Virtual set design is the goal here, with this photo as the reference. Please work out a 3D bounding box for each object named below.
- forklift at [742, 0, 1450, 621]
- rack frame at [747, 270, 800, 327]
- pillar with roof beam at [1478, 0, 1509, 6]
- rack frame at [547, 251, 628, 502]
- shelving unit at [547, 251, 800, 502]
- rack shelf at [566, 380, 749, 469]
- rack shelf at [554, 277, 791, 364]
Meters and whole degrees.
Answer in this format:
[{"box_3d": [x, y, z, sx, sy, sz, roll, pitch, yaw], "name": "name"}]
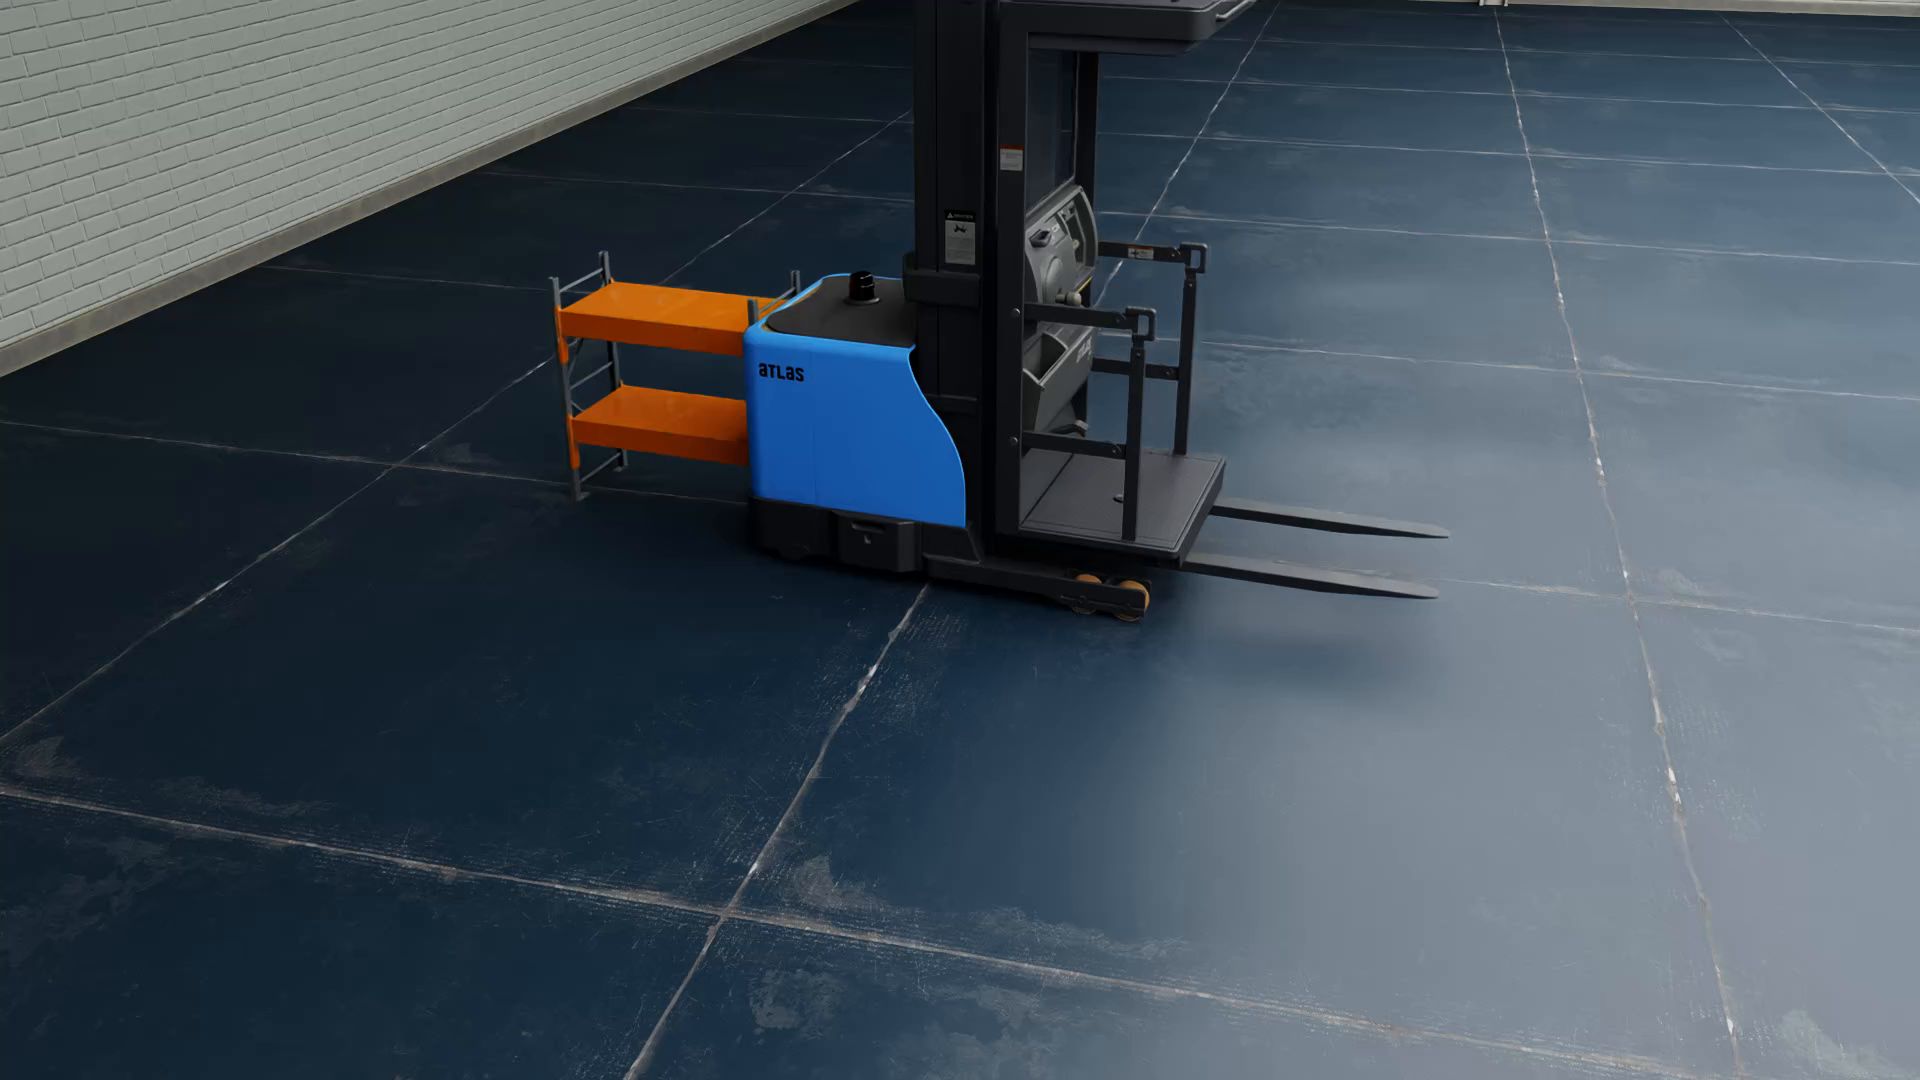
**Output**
[{"box_3d": [0.616, -1.238, 6.941, 3.031, 2.935, 1.130, 8, 27, 17], "name": "forklift"}, {"box_3d": [-0.847, -0.653, 7.814, 0.032, 1.125, 0.500, 8, 27, 17], "name": "rack frame"}, {"box_3d": [6.617, -10.000, 18.286, 0.400, 9.000, 9.100, 6, 26, 13], "name": "pillar with roof beam"}, {"box_3d": [-1.807, -0.797, 8.115, 0.032, 1.125, 0.500, 8, 27, 17], "name": "rack frame"}, {"box_3d": [-1.327, -0.725, 7.965, 1.048, 1.125, 0.538, 8, 27, 17], "name": "shelving unit"}, {"box_3d": [-1.327, -0.504, 8.070, 1.000, 0.278, 0.538, 8, 27, 17], "name": "rack shelf"}, {"box_3d": [-1.327, -0.989, 7.839, 1.000, 0.278, 0.538, 8, 27, 17], "name": "rack shelf"}]
